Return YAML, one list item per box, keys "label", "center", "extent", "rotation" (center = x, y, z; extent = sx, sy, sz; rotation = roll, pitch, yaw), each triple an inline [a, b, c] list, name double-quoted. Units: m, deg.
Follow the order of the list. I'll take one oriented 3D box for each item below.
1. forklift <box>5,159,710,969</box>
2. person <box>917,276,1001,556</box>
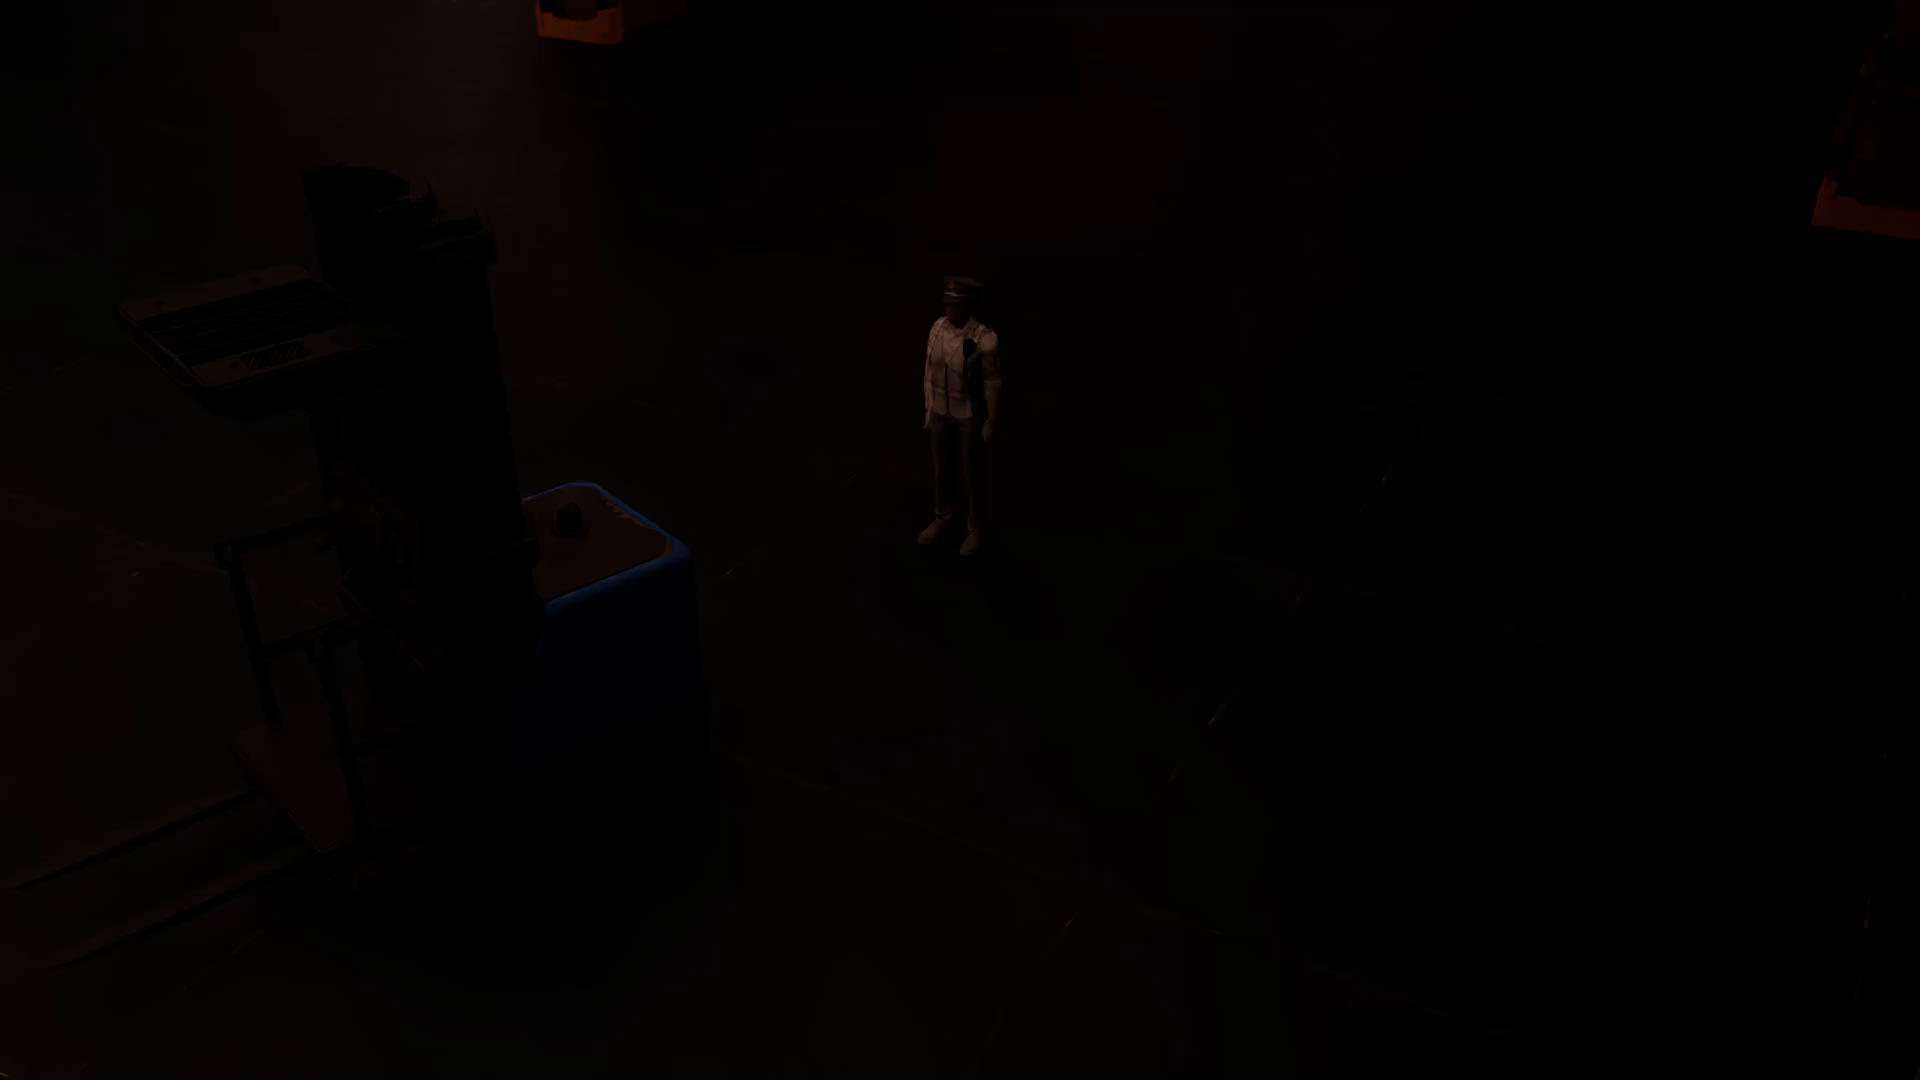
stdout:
- label: "forklift"
  center: [-2.688, 0.003, 7.066]
  extent: [3.031, 2.935, 1.130]
  rotation: [-24, 37, -35]
- label: "person"
  center: [-0.006, -0.723, 9.569]
  extent: [0.463, 1.692, 0.337]
  rotation: [15, 33, 25]
